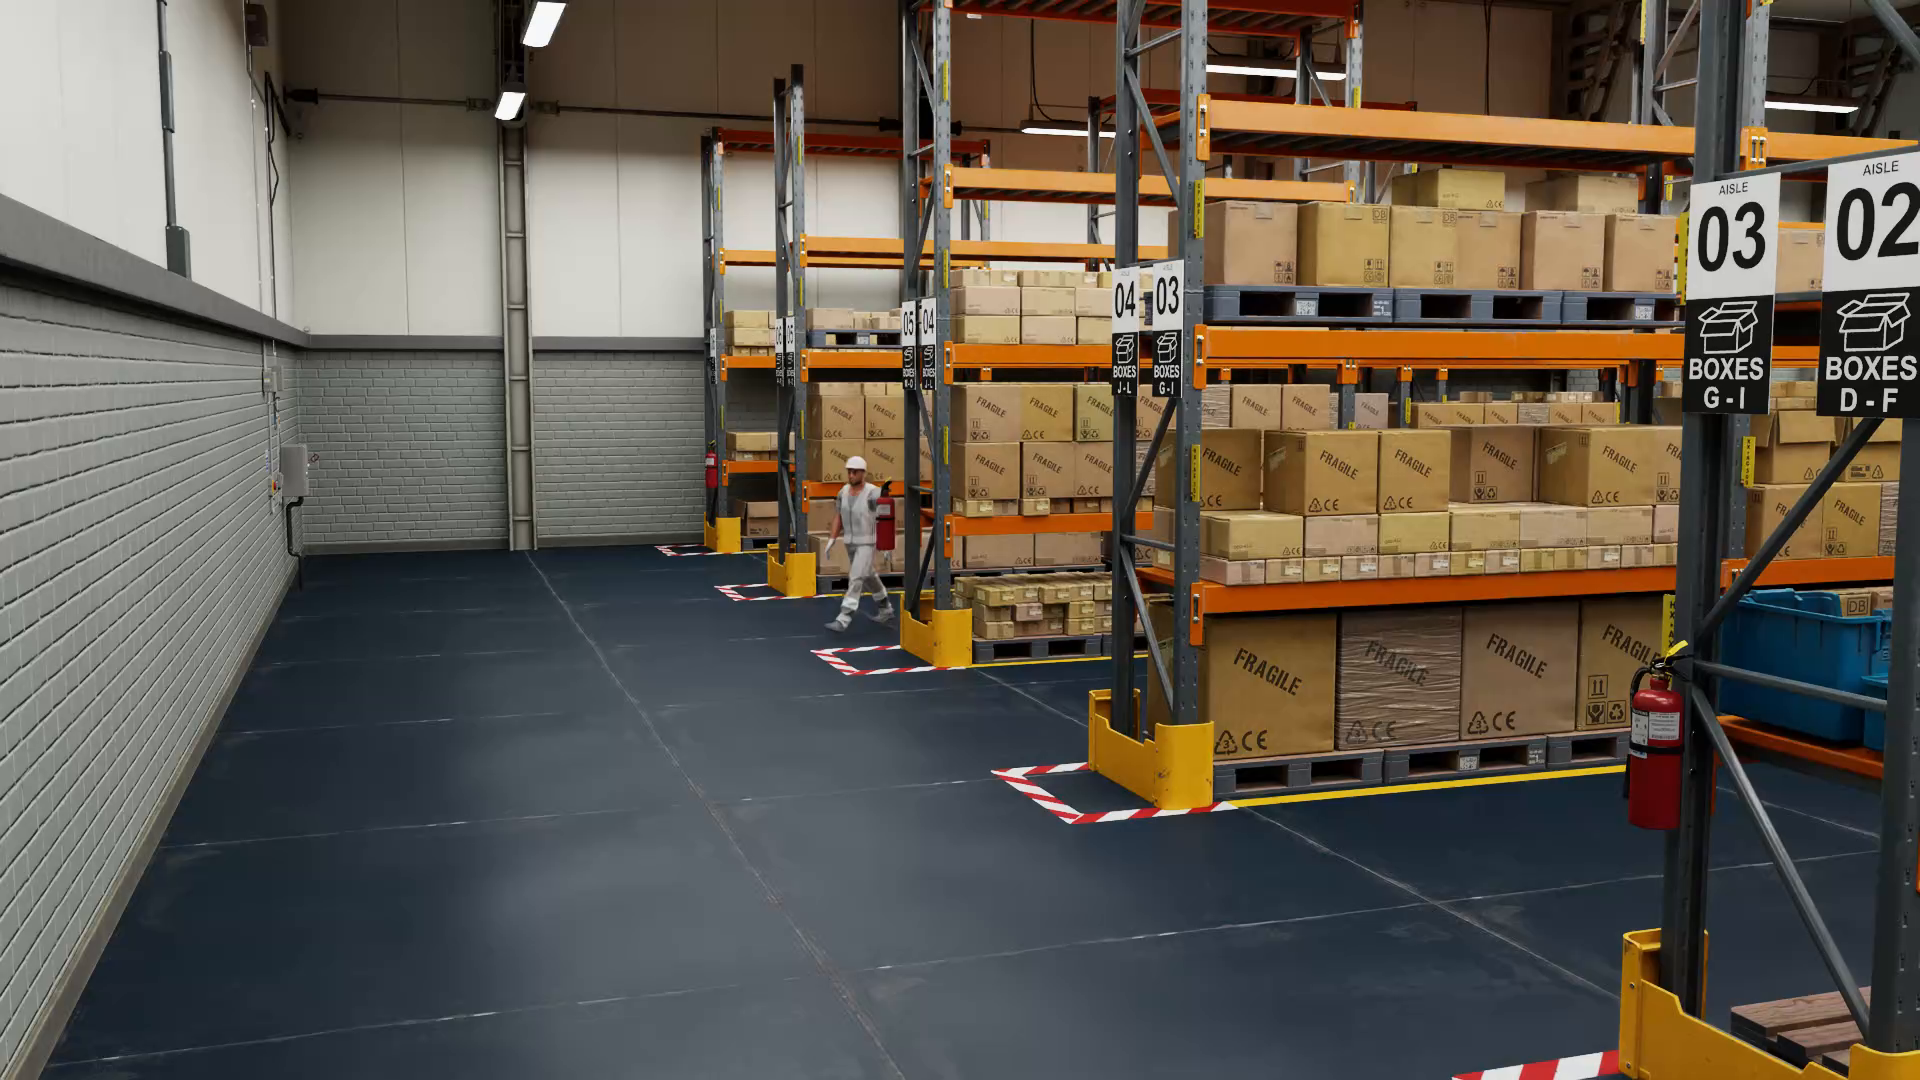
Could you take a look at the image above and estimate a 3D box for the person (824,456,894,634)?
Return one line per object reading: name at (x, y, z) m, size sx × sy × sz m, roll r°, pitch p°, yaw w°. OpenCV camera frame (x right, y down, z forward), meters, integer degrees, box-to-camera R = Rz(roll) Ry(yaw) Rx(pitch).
person at (-1.014, 0.033, 16.311) m, size 0.541 × 1.713 × 1.146 m, roll 5°, pitch 7°, yaw 39°
